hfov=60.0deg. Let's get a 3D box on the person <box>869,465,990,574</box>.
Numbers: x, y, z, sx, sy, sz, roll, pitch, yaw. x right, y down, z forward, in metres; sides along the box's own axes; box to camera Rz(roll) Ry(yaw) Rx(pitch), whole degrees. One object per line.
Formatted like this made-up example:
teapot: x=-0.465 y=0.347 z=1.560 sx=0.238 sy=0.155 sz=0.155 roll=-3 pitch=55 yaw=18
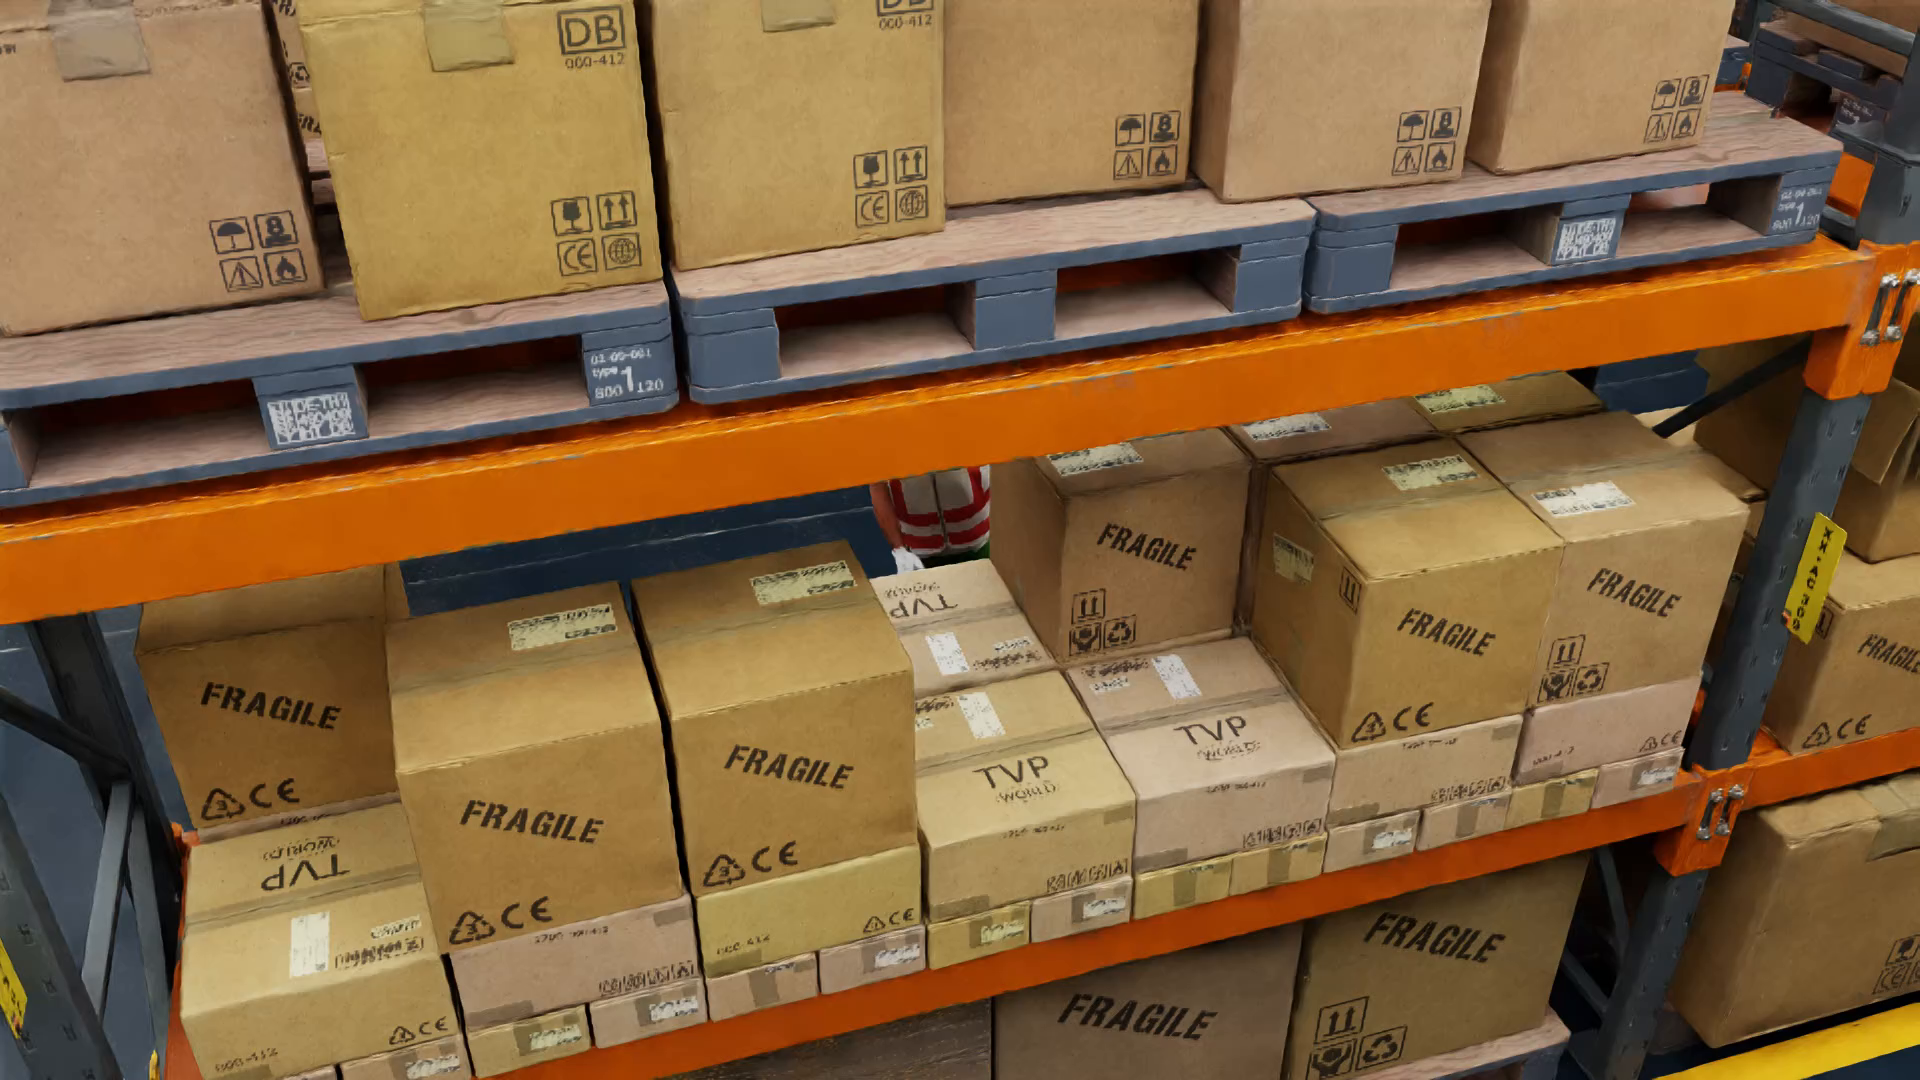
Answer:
person: x=5.859 y=0.926 z=4.736 sx=12.569 sy=1.747 sz=3.483 roll=1 pitch=34 yaw=2
